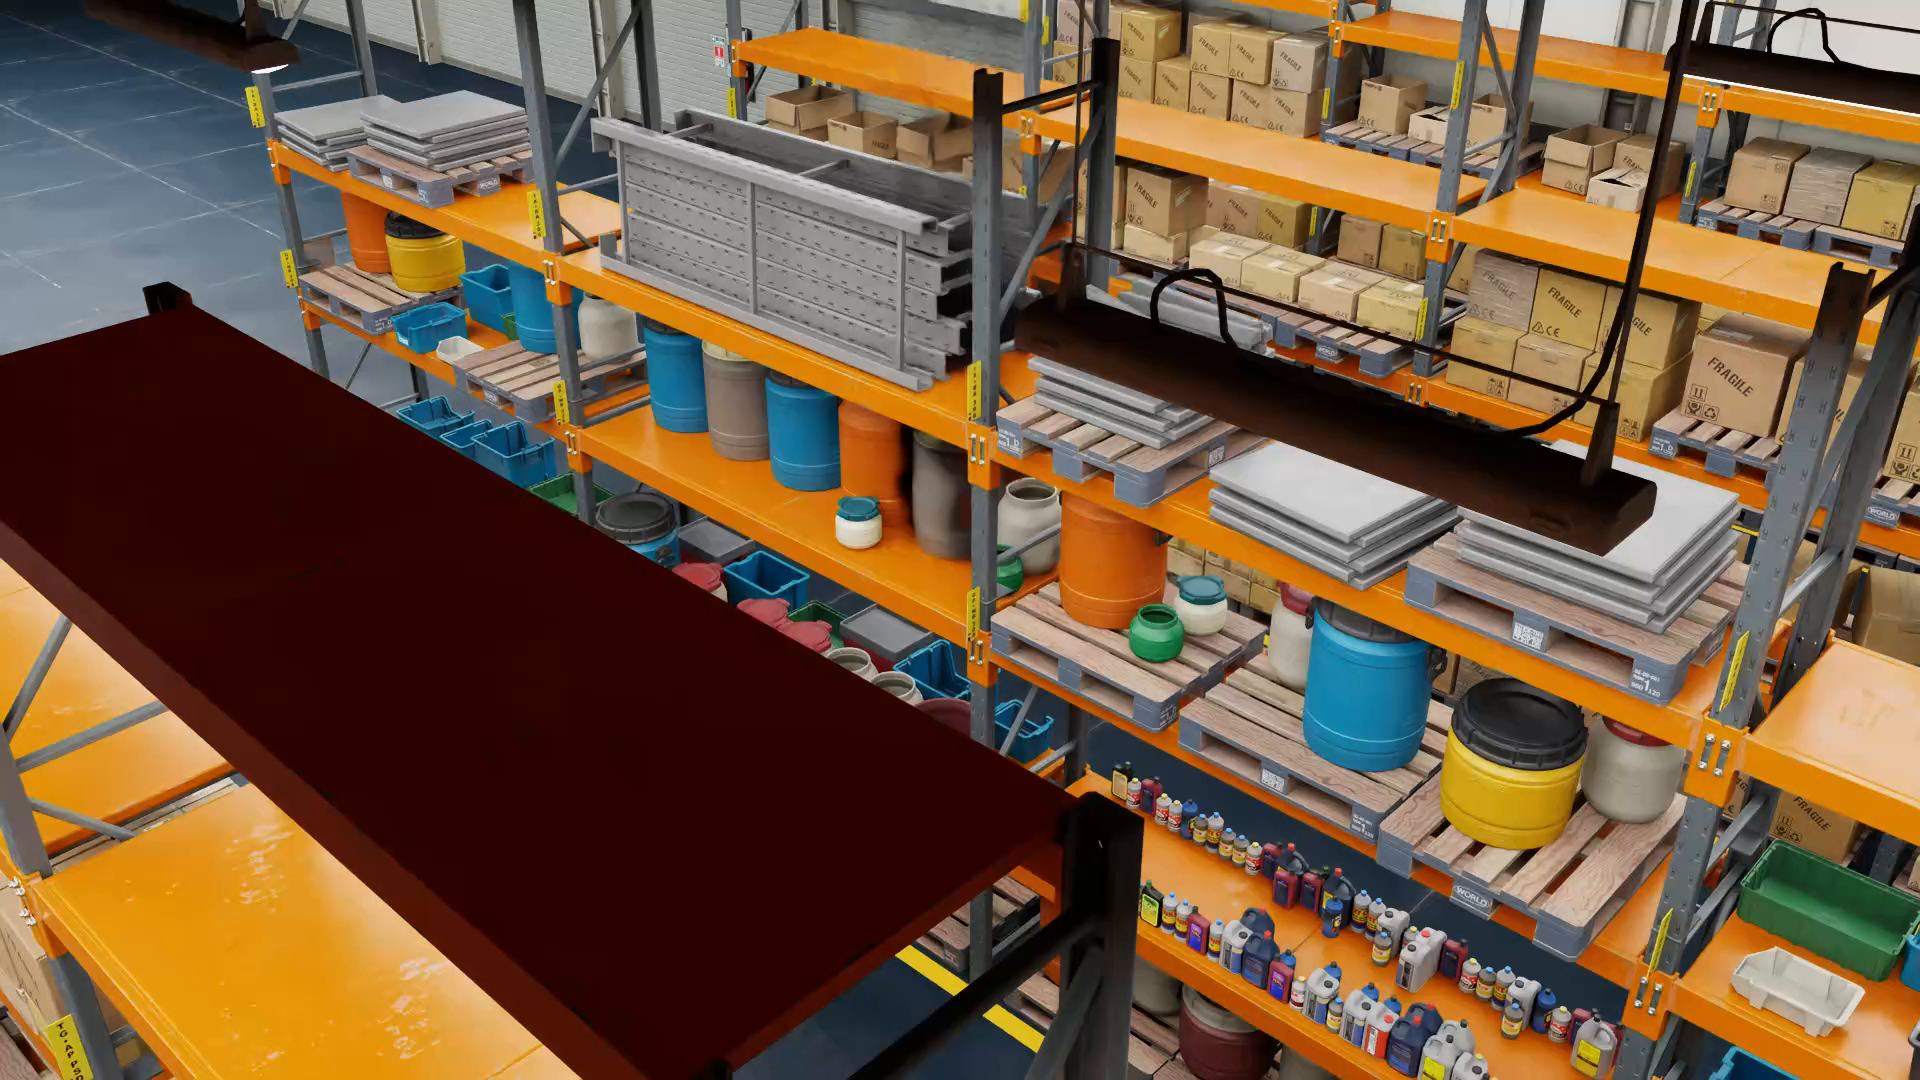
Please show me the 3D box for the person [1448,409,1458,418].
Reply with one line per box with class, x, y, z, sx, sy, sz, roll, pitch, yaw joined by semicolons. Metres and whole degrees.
person;4.553;-0.554;15.481;0.720;1.740;0.596;21;36;33
